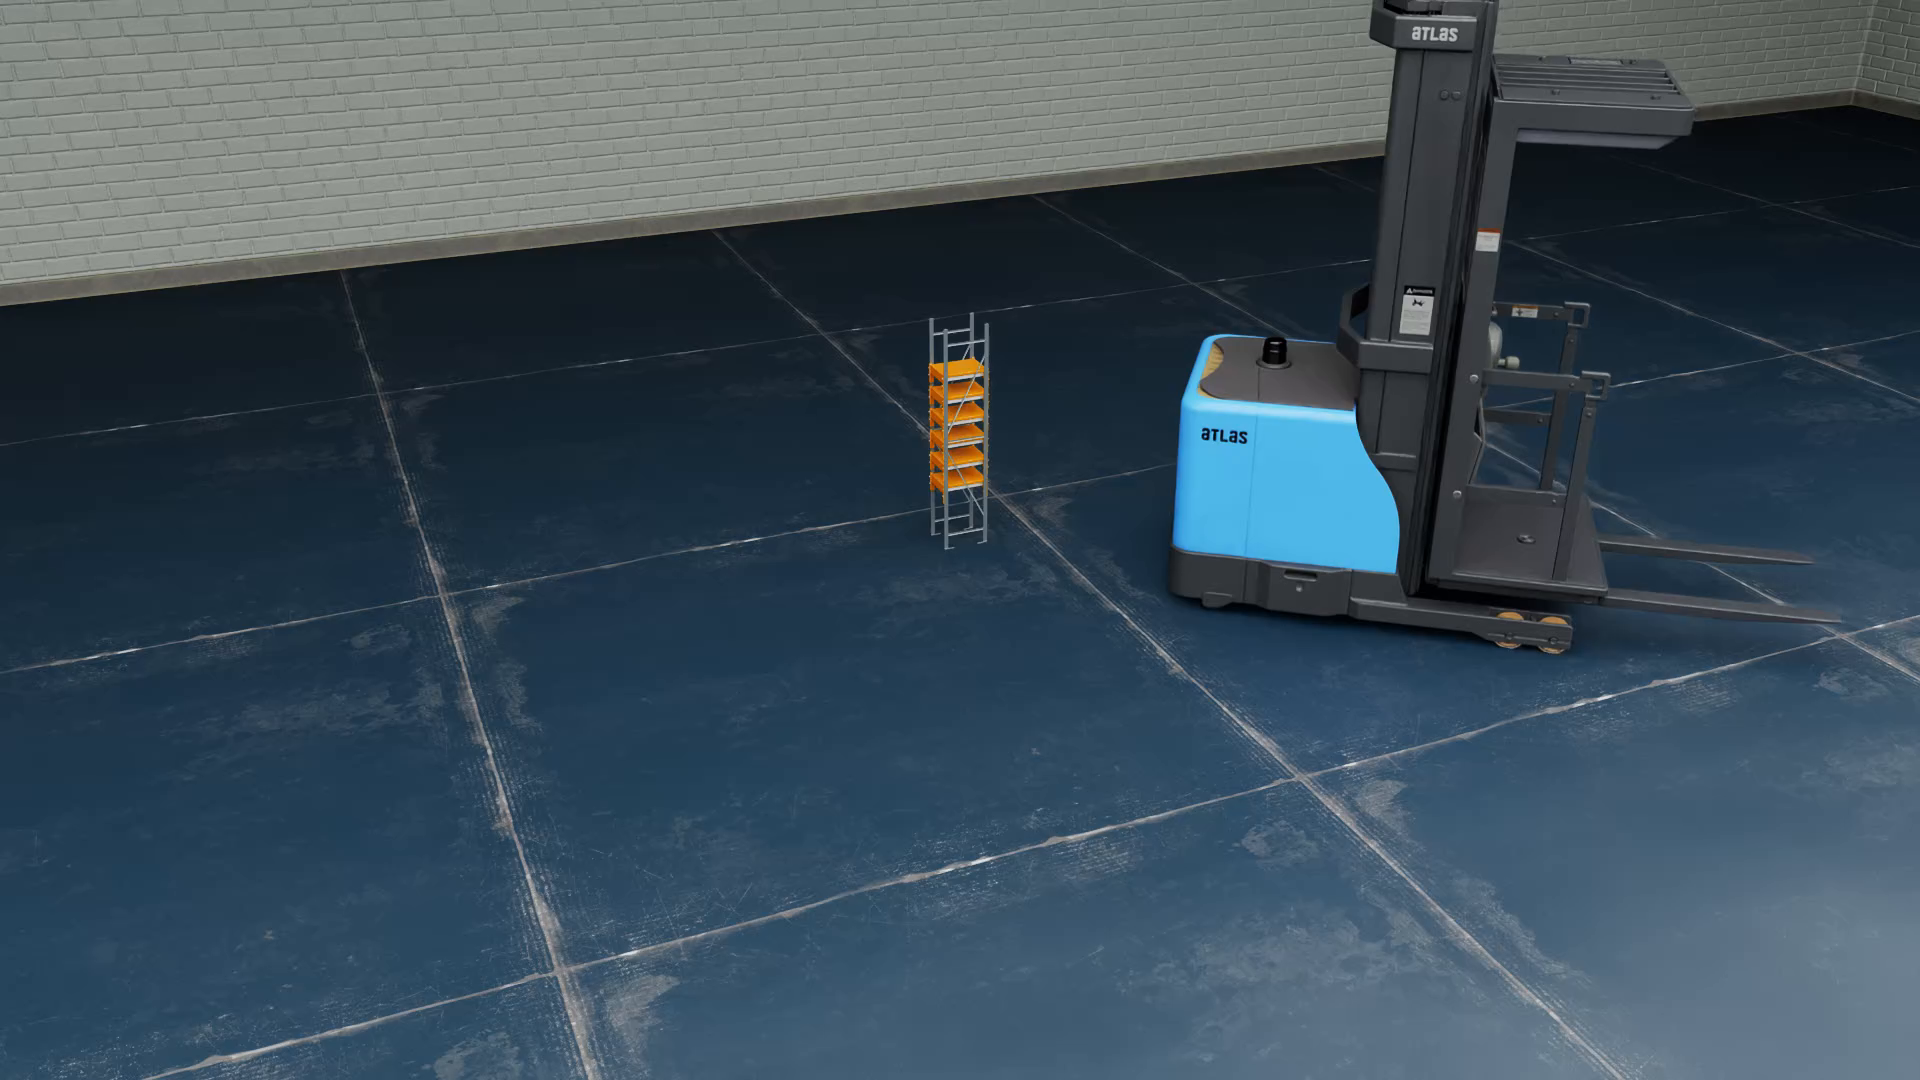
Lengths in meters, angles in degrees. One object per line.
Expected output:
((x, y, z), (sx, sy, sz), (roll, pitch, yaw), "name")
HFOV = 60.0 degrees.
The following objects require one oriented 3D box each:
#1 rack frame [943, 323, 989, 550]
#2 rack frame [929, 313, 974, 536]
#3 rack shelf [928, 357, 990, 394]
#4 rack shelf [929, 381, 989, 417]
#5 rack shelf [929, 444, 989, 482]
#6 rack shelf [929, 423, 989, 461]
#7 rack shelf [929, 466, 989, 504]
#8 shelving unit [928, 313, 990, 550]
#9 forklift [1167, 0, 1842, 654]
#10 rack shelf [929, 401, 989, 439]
((0.030, -0.508, 8.423), (0.240, 1.200, 0.006), (-11, 28, -21), "rack frame")
((-0.042, -0.582, 8.574), (0.240, 1.200, 0.006), (-11, 28, -21), "rack frame")
((-0.006, -0.829, 8.360), (0.258, 0.103, 0.180), (-11, 28, -21), "rack shelf")
((-0.006, -0.721, 8.413), (0.258, 0.103, 0.180), (-11, 28, -21), "rack shelf")
((-0.006, -0.397, 8.571), (0.258, 0.103, 0.180), (-11, 28, -21), "rack shelf")
((-0.006, -0.505, 8.518), (0.258, 0.103, 0.180), (-11, 28, -21), "rack shelf")
((-0.006, -0.289, 8.624), (0.258, 0.103, 0.180), (-11, 28, -21), "rack shelf")
((-0.006, -0.545, 8.499), (0.258, 1.200, 0.189), (-11, 28, -21), "shelving unit")
((2.585, -1.051, 7.562), (3.031, 2.935, 1.130), (6, 27, 13), "forklift")
((-0.006, -0.613, 8.466), (0.258, 0.103, 0.180), (-11, 28, -21), "rack shelf")
